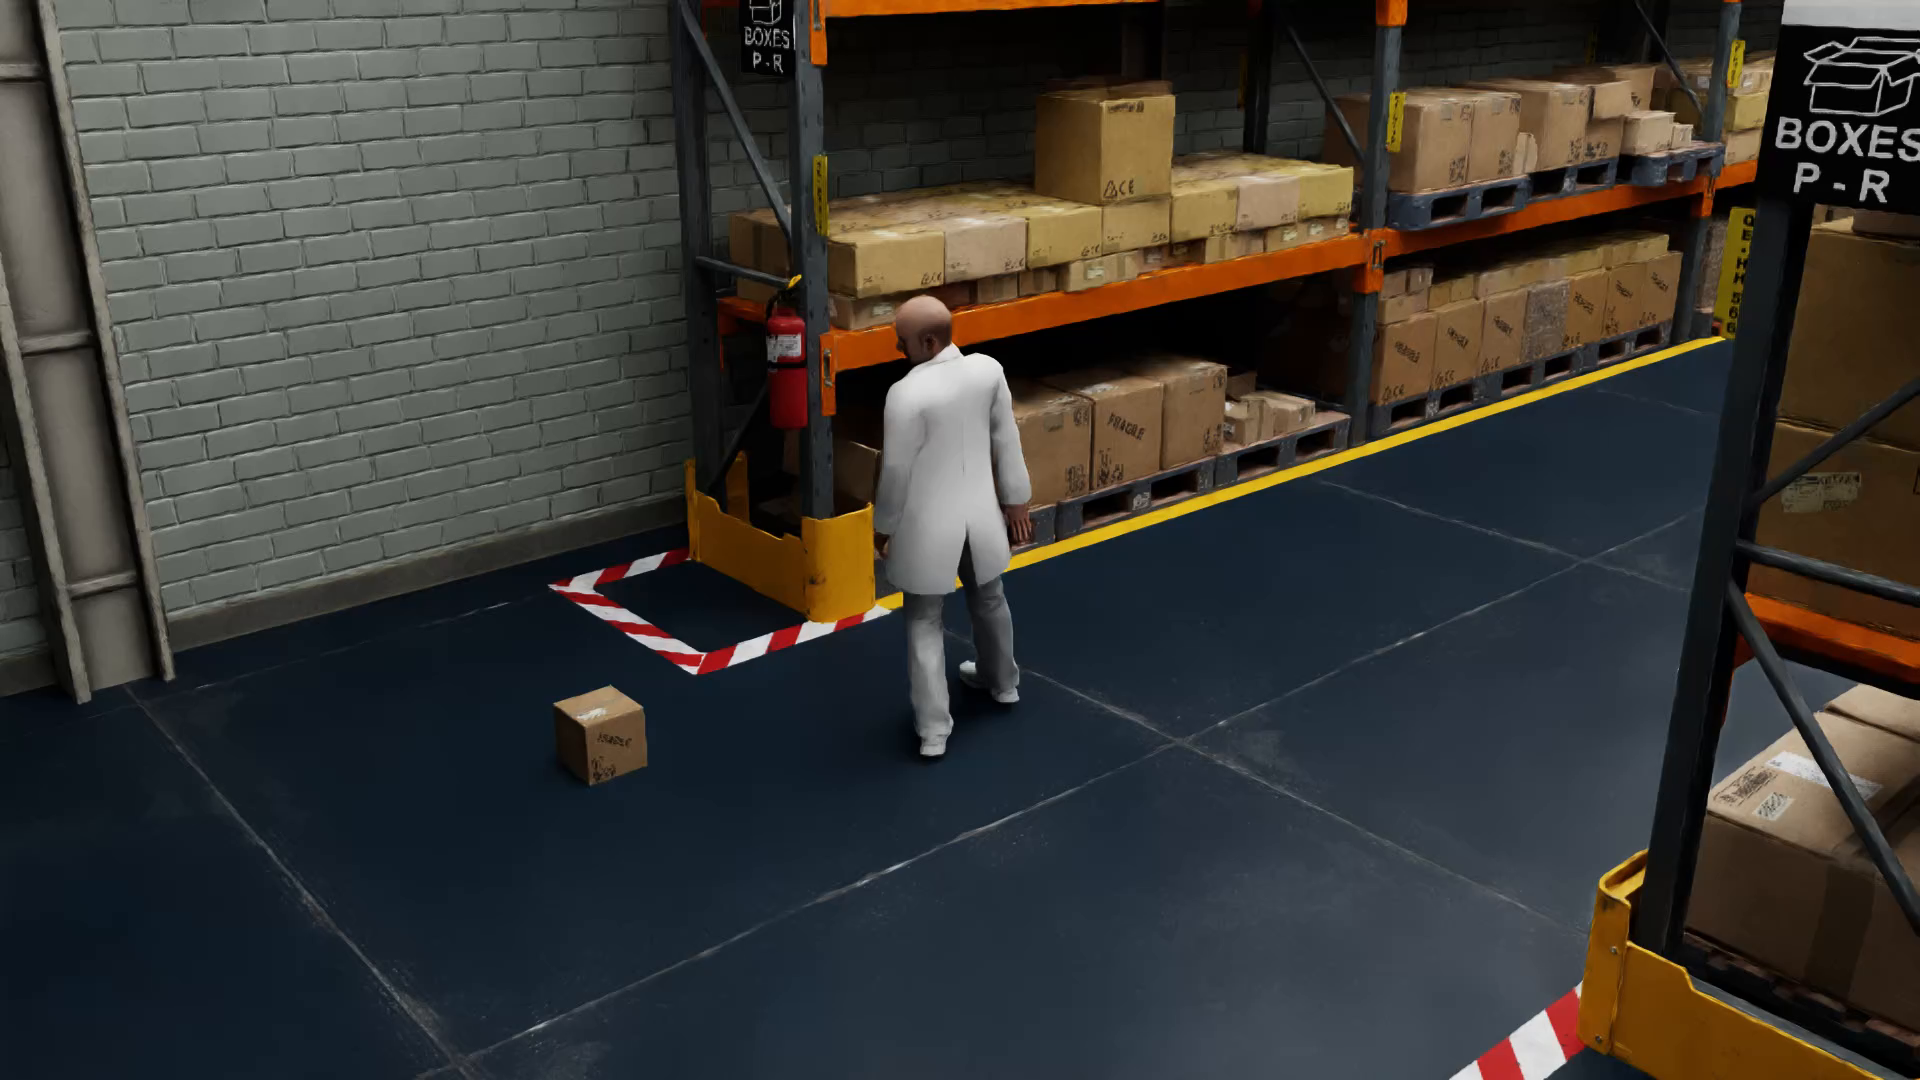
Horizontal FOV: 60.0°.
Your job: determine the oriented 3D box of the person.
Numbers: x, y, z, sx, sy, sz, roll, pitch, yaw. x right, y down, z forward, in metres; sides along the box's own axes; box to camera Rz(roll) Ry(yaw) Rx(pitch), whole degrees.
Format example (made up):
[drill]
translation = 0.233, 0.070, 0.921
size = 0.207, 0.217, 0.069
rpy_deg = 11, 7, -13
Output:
[person]
translation = -0.060, -0.090, 6.394
size = 0.683, 1.773, 0.608
rpy_deg = -12, 24, -29
